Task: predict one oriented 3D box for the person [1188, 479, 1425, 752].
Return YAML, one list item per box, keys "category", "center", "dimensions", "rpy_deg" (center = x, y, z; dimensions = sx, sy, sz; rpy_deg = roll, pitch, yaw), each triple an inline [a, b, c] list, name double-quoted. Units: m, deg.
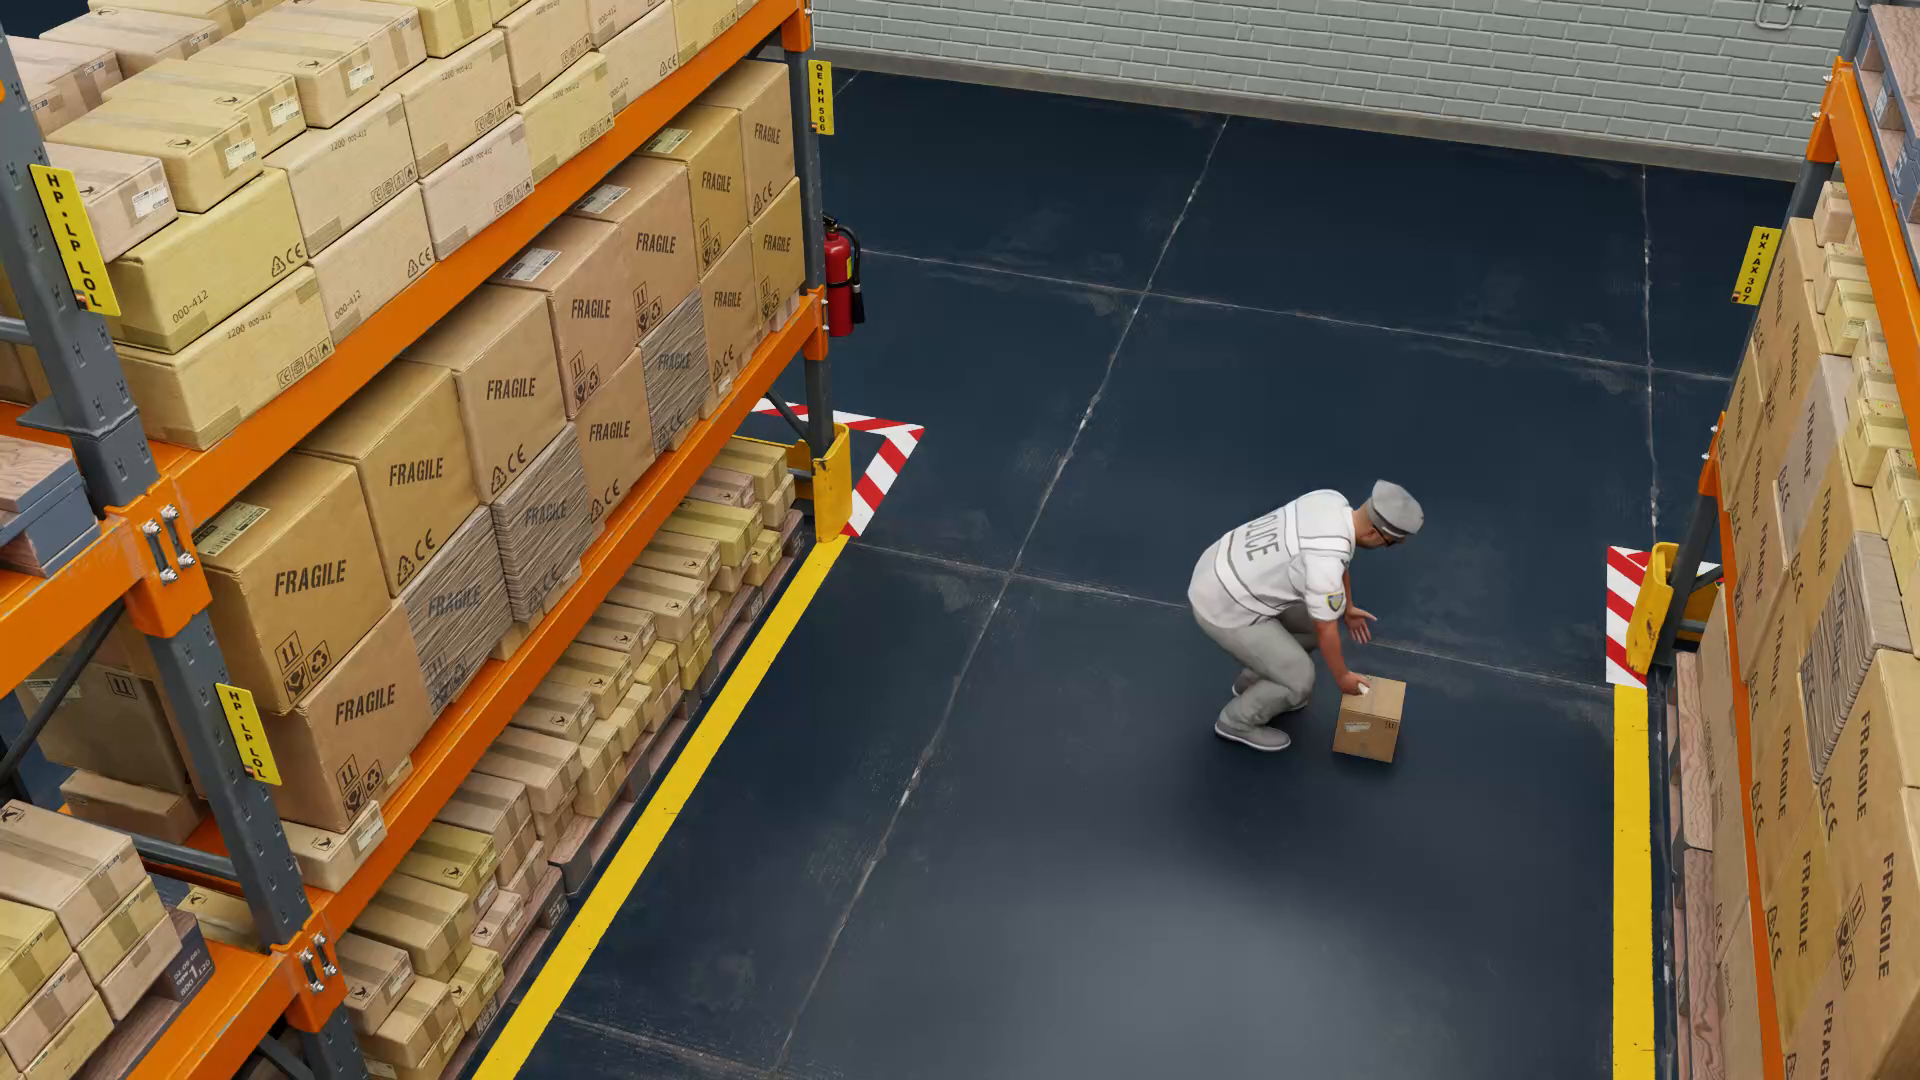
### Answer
- category: "person"
  center: [1.401, 0.271, 6.940]
  dimensions: [0.879, 1.258, 0.583]
  rpy_deg: [11, 38, 14]
